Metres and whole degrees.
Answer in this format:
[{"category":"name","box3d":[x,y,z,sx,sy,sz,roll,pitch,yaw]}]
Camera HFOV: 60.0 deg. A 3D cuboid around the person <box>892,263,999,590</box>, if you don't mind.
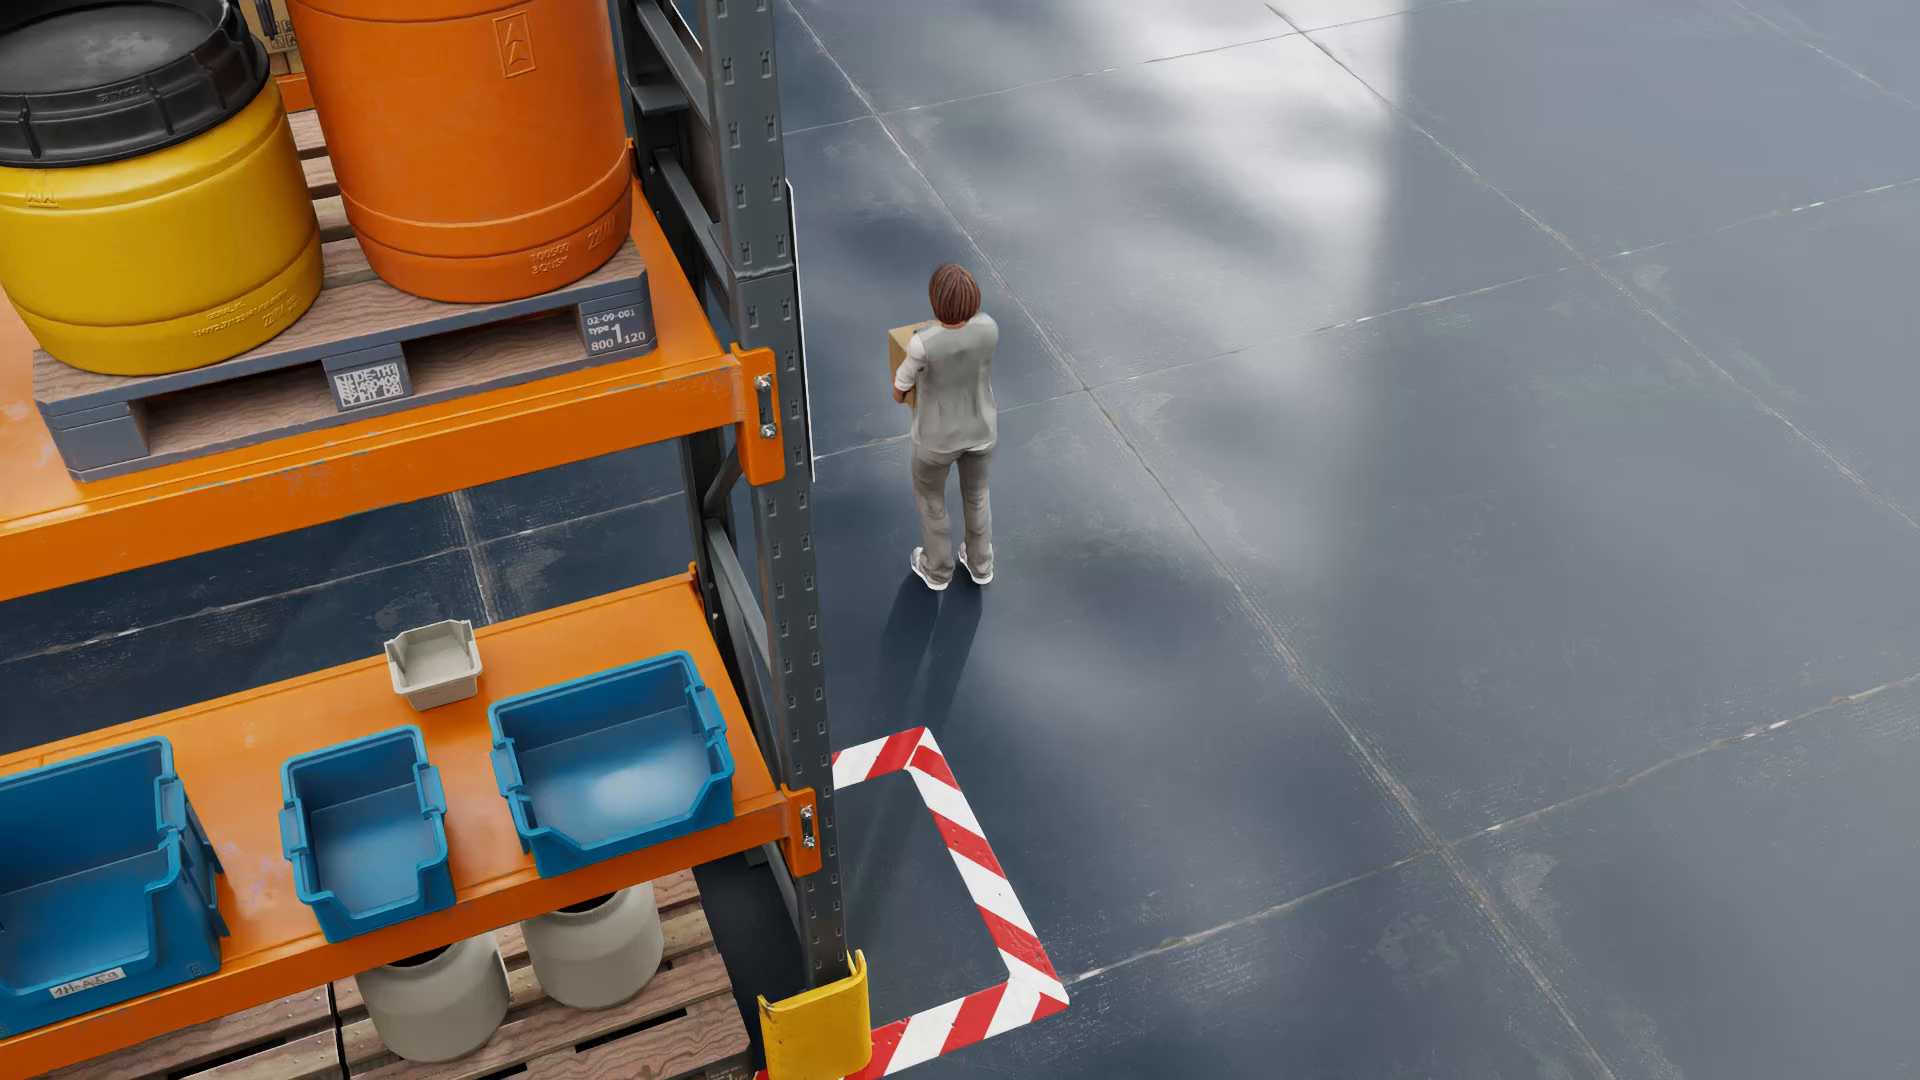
[{"category":"person","box3d":[-0.061,-0.479,6.697,0.385,1.598,0.498,-16,45,-16]}]
